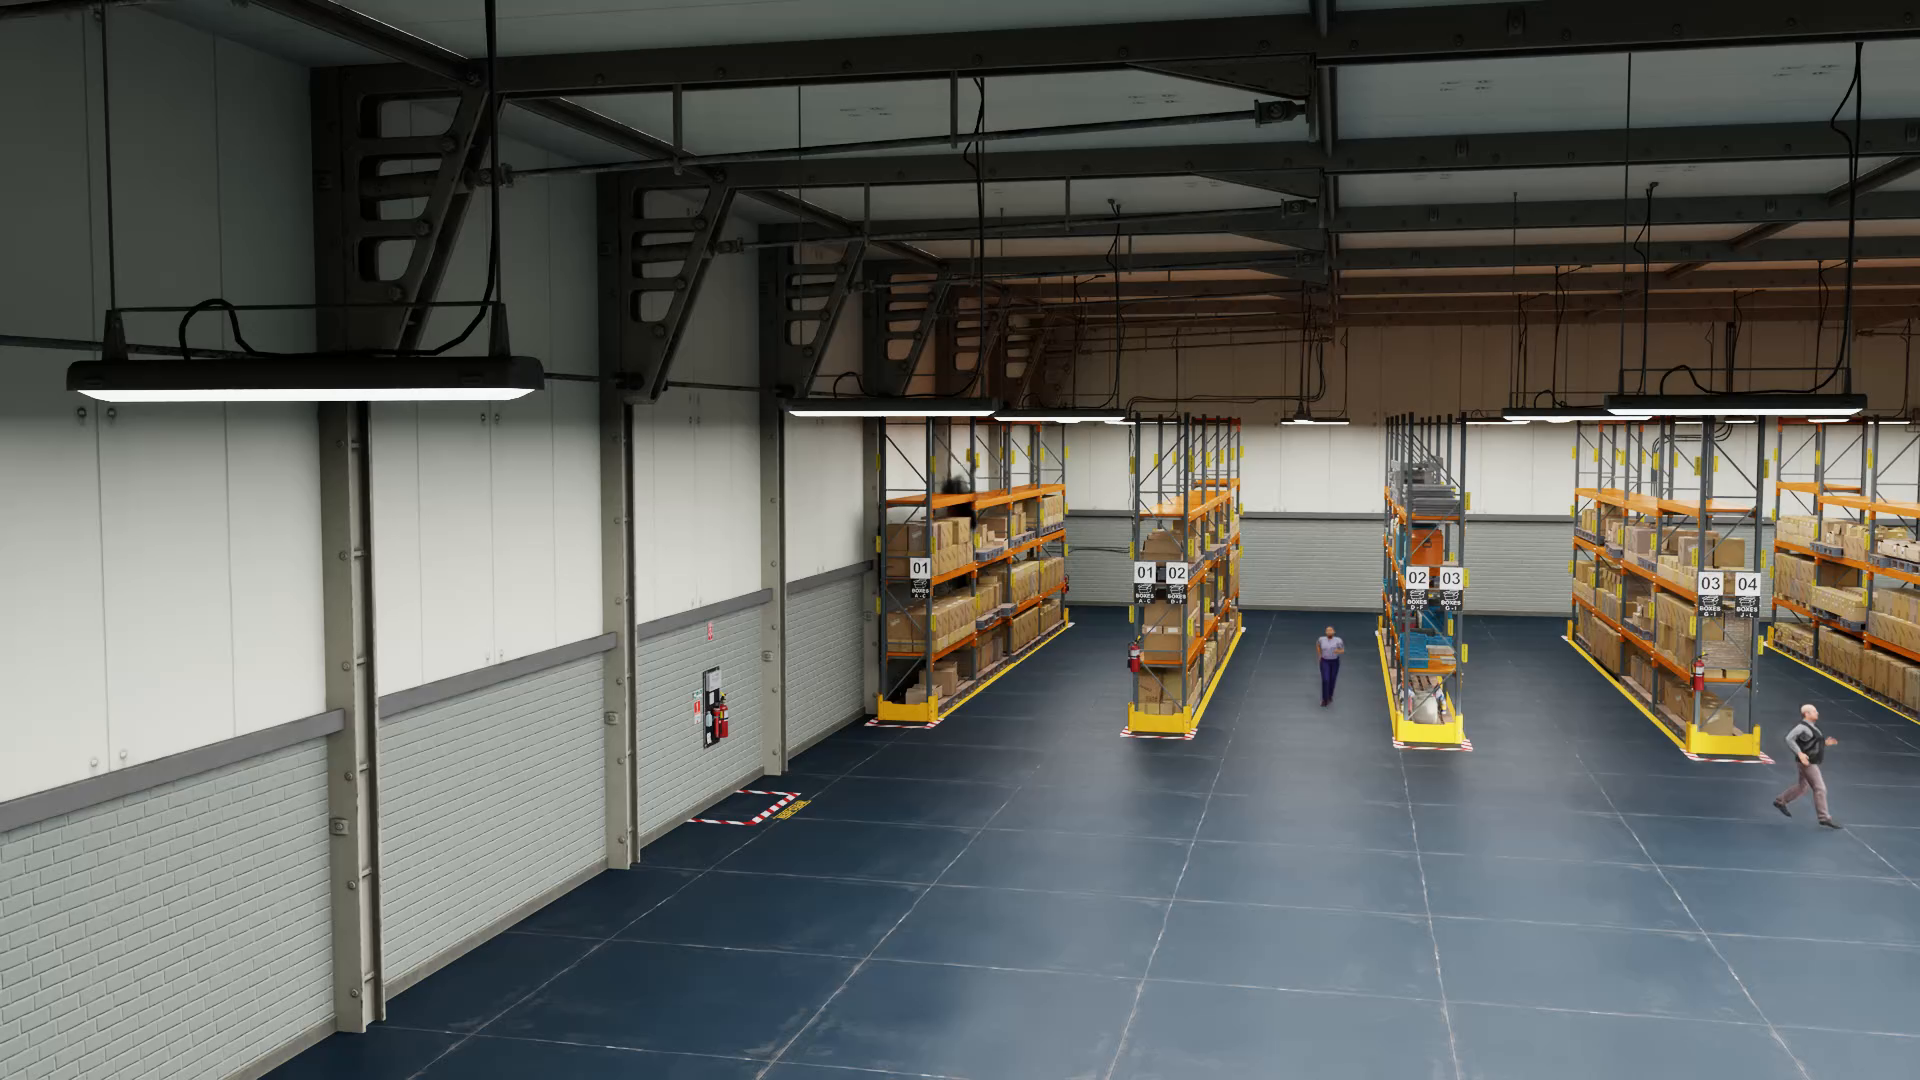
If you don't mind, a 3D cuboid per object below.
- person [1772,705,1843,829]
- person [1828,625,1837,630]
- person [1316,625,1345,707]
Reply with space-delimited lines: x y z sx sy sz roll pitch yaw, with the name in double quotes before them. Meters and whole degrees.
"person" 12.191 3.220 23.884 0.960 1.716 0.652 3 5 38
"person" 23.543 1.952 44.590 0.549 1.541 0.537 1 4 13
"person" 7.636 2.613 34.250 0.573 1.706 0.746 1 4 9
